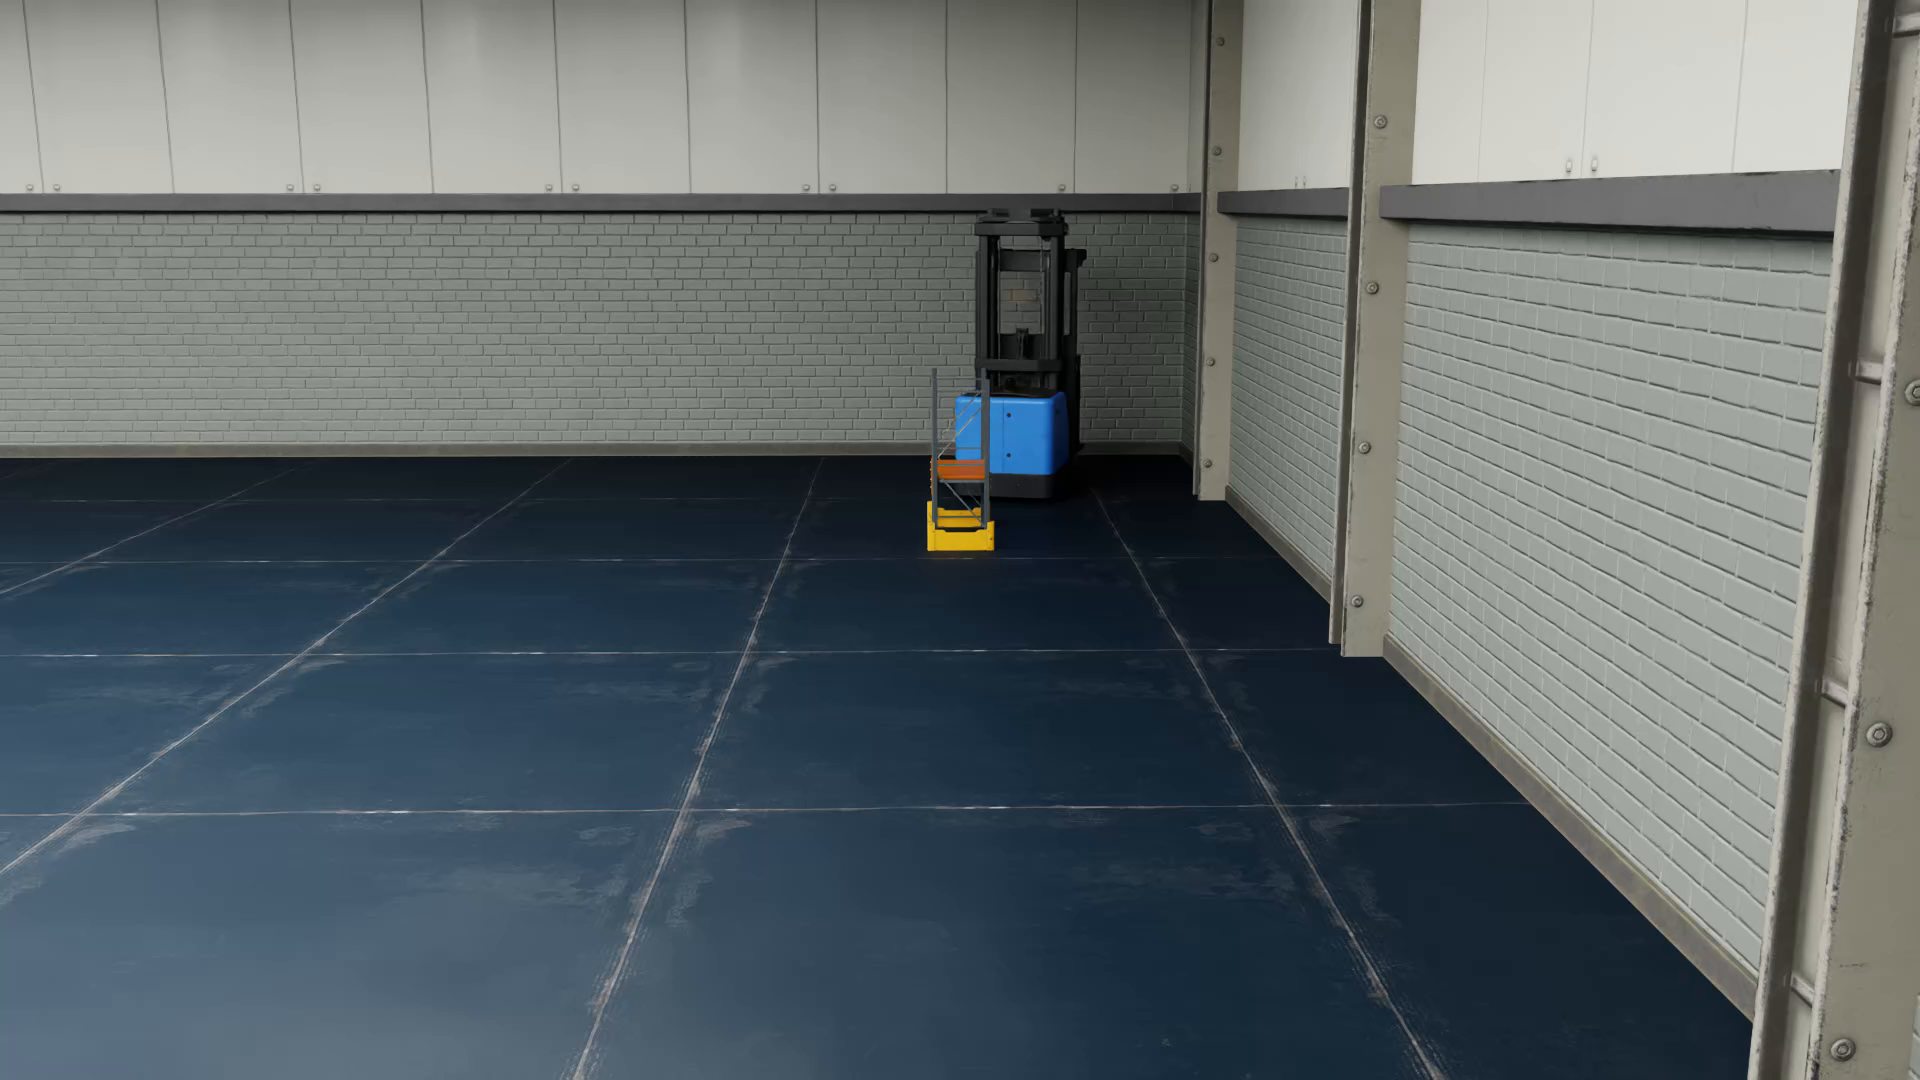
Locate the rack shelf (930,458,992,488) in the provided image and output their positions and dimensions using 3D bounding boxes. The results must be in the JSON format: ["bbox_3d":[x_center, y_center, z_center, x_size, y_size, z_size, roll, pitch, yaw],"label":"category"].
[{"bbox_3d":[-0.002,-0.576,15.029,0.538,0.185,1.000,0,11,-1],"label":"rack shelf"}]

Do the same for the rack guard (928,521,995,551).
[{"bbox_3d":[0.009,-0.039,14.621,0.587,0.250,0.087,0,11,-1],"label":"rack guard"}]

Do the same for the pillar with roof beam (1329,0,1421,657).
[{"bbox_3d":[-1.580,-3.647,10.405,9.100,9.000,0.400,0,11,-1],"label":"pillar with roof beam"}]

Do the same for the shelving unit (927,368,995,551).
[{"bbox_3d":[-0.002,-0.750,14.985,0.587,1.500,1.083,0,11,-1],"label":"shelving unit"}]

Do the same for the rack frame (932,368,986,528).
[{"bbox_3d":[-0.012,-0.853,15.492,0.500,1.500,0.032,0,11,-1],"label":"rack frame"}]

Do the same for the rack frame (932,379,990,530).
[{"bbox_3d":[0.009,-0.651,14.495,0.500,1.500,0.032,0,11,-1],"label":"rack frame"}]

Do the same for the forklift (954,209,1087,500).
[{"bbox_3d":[0.758,-2.095,18.013,1.130,2.935,3.031,3,12,12],"label":"forklift"}]

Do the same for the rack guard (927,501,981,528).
[{"bbox_3d":[-0.012,-0.237,15.597,0.587,0.250,0.087,0,11,-1],"label":"rack guard"}]

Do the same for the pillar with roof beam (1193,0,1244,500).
[{"bbox_3d":[-1.704,-4.840,16.284,9.100,9.000,0.400,0,11,-1],"label":"pillar with roof beam"}]
